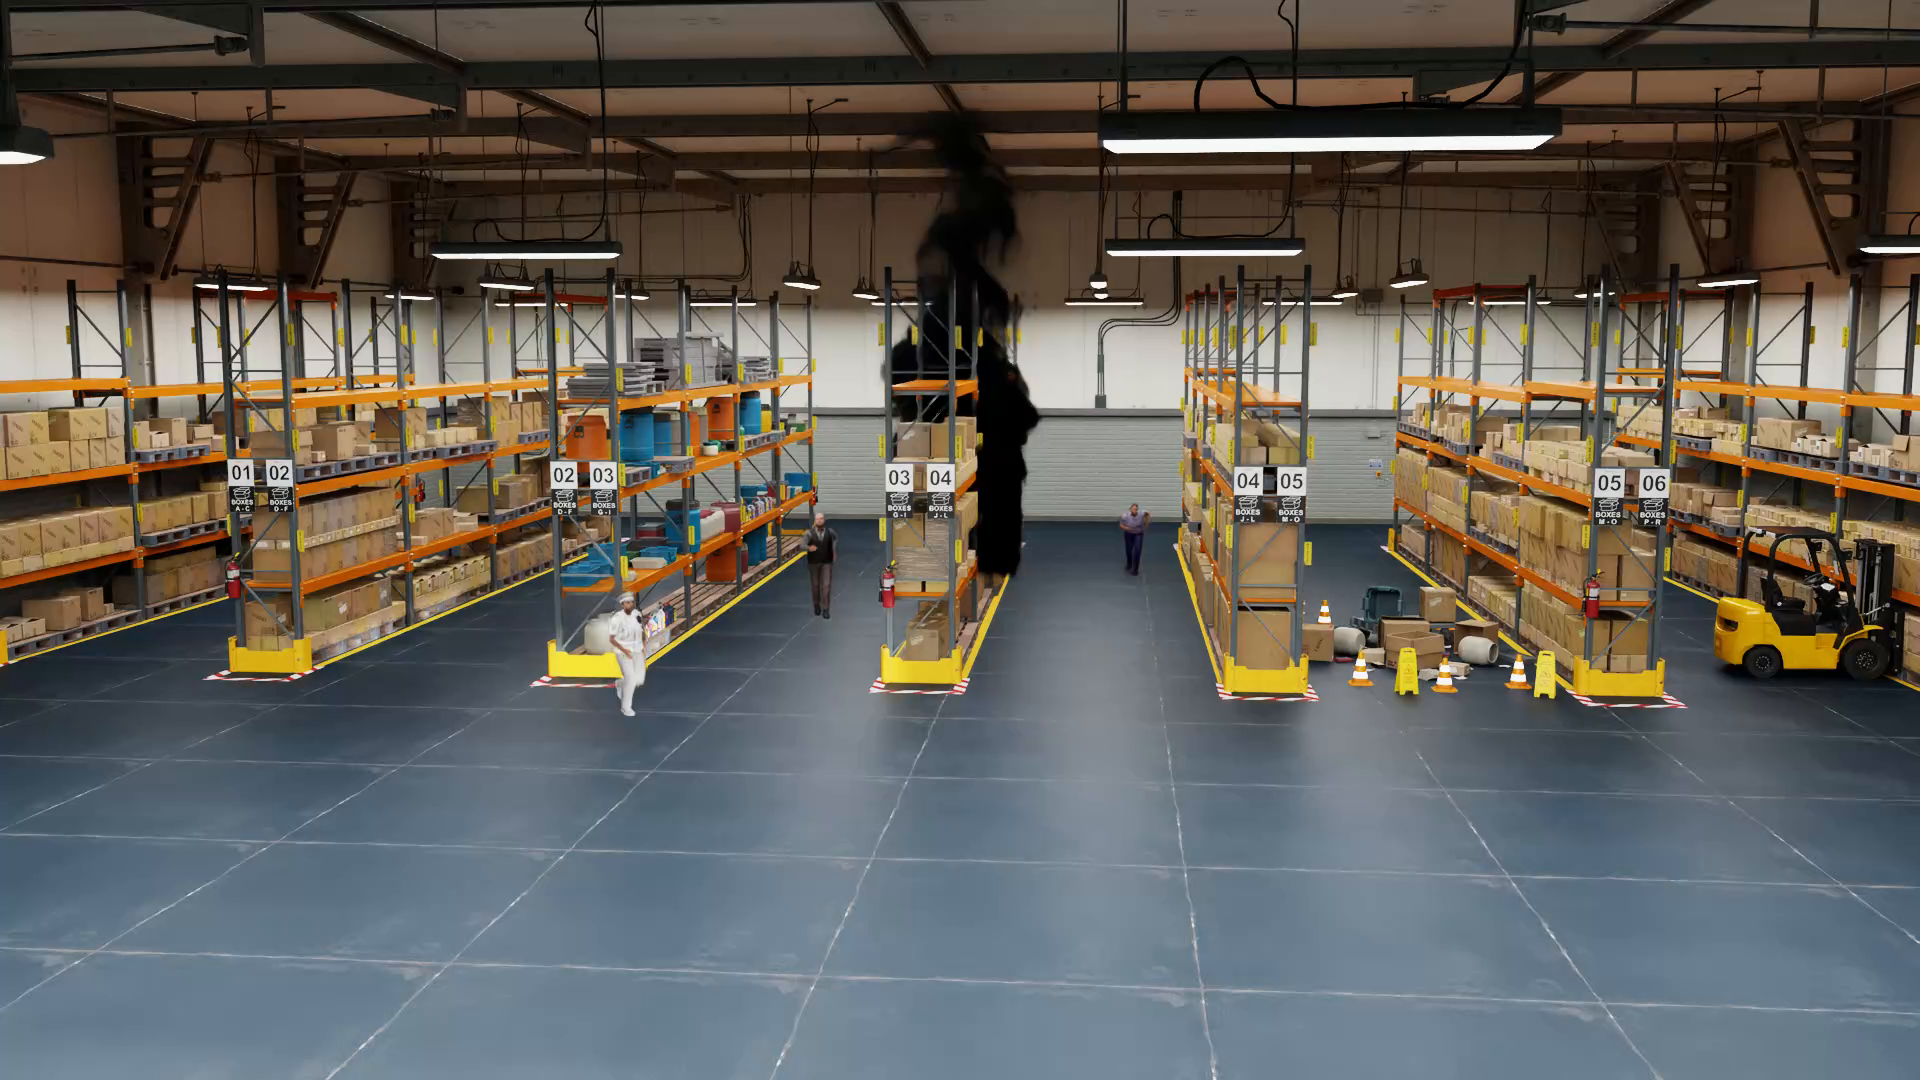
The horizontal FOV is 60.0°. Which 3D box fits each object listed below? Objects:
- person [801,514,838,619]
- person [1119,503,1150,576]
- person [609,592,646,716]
[{"bbox_3d":[-2.362,0.434,28.104,0.657,1.766,0.882,-1,7,-9],"label":"person"},{"bbox_3d":[3.694,-0.021,35.299,0.644,1.600,0.966,0,7,2],"label":"person"},{"bbox_3d":[-4.438,1.499,22.221,0.607,1.672,0.591,7,10,44],"label":"person"}]
